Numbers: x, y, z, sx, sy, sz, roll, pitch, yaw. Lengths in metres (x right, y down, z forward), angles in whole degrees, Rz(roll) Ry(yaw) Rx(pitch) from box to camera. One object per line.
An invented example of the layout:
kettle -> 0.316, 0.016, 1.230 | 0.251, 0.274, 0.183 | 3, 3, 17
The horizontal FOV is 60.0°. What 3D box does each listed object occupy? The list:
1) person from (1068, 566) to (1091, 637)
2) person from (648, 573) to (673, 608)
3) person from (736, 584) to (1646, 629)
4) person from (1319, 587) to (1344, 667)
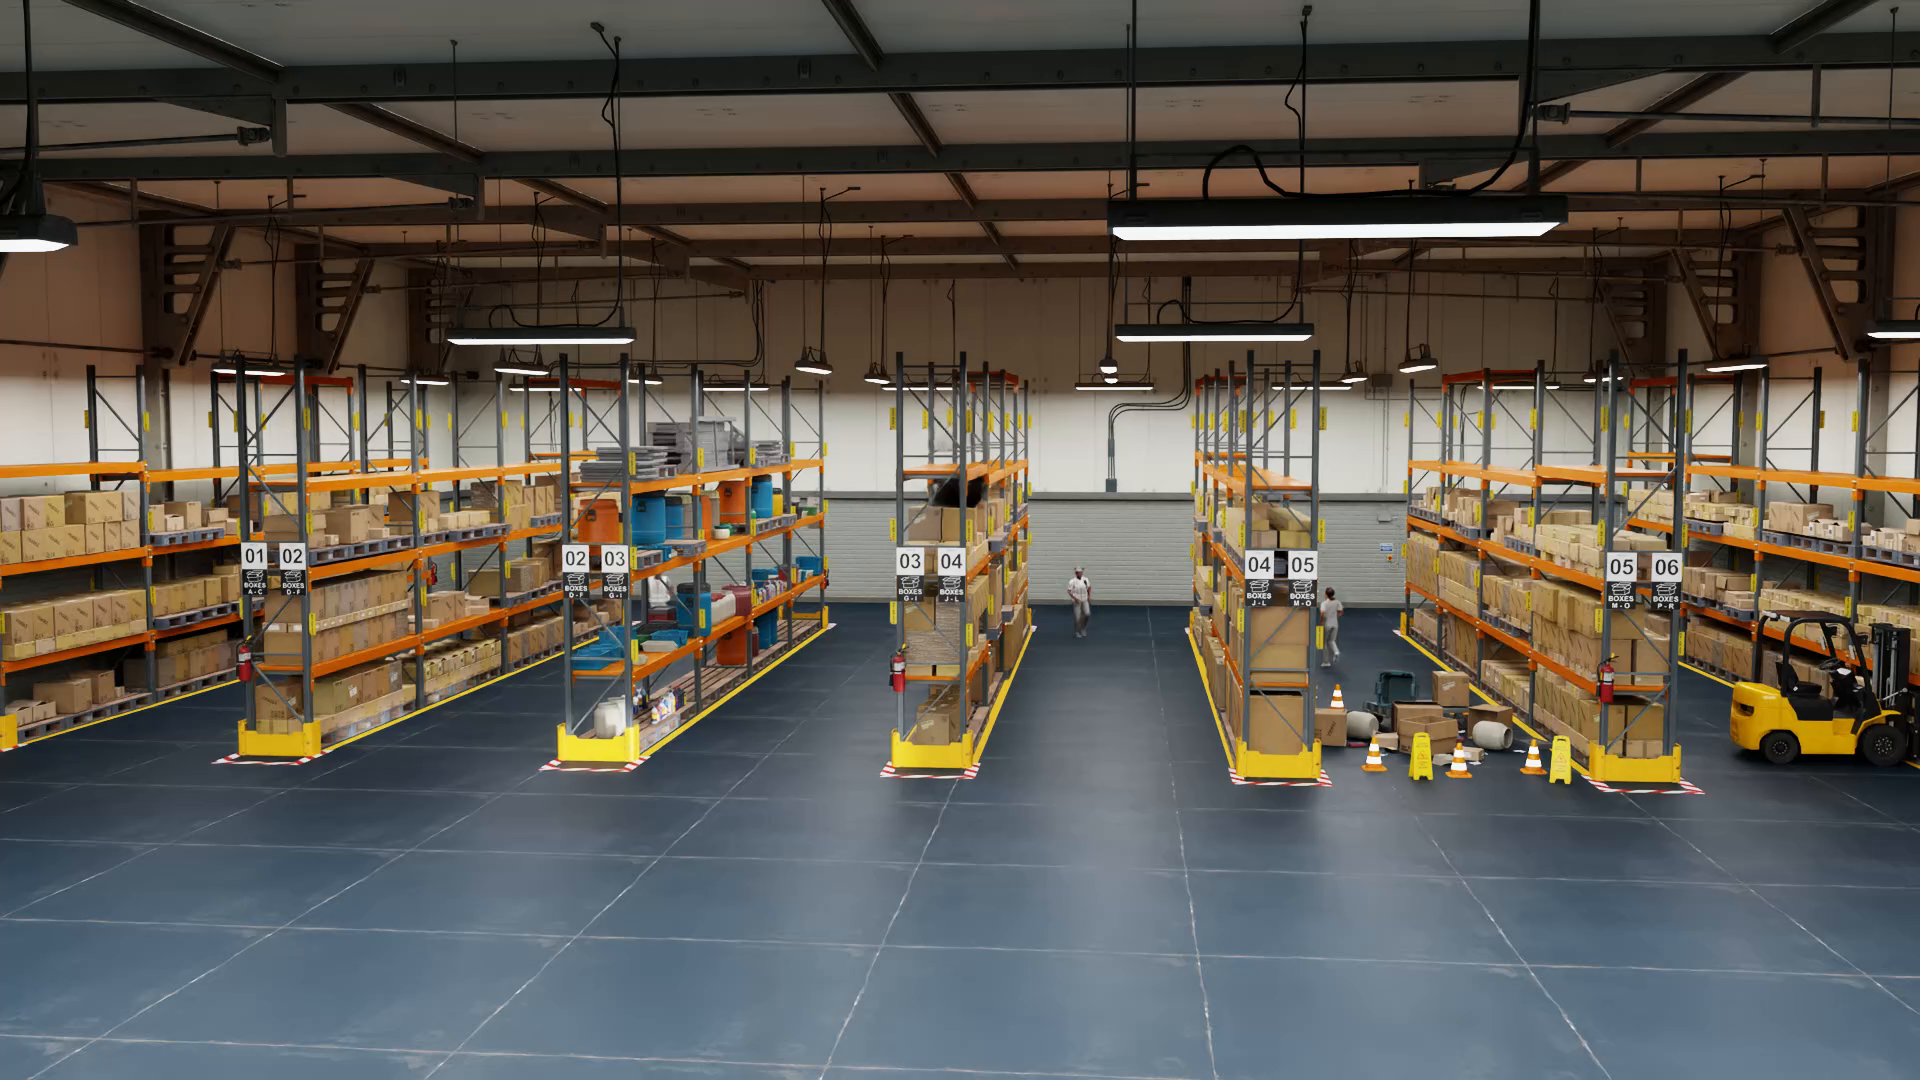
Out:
person -> -5.696, 0.707, 19.126 | 23.870, 5.855, 35.846 | -1, 4, -10
person -> -6.895, 1.422, 37.941 | 0.652, 1.737, 0.601 | 0, 4, -6
person -> 3.764, 1.871, 32.389 | 17.237, 1.663, 5.313 | 0, 4, 1
person -> 7.546, 1.786, 33.803 | 0.564, 1.661, 0.745 | -1, 4, -14
